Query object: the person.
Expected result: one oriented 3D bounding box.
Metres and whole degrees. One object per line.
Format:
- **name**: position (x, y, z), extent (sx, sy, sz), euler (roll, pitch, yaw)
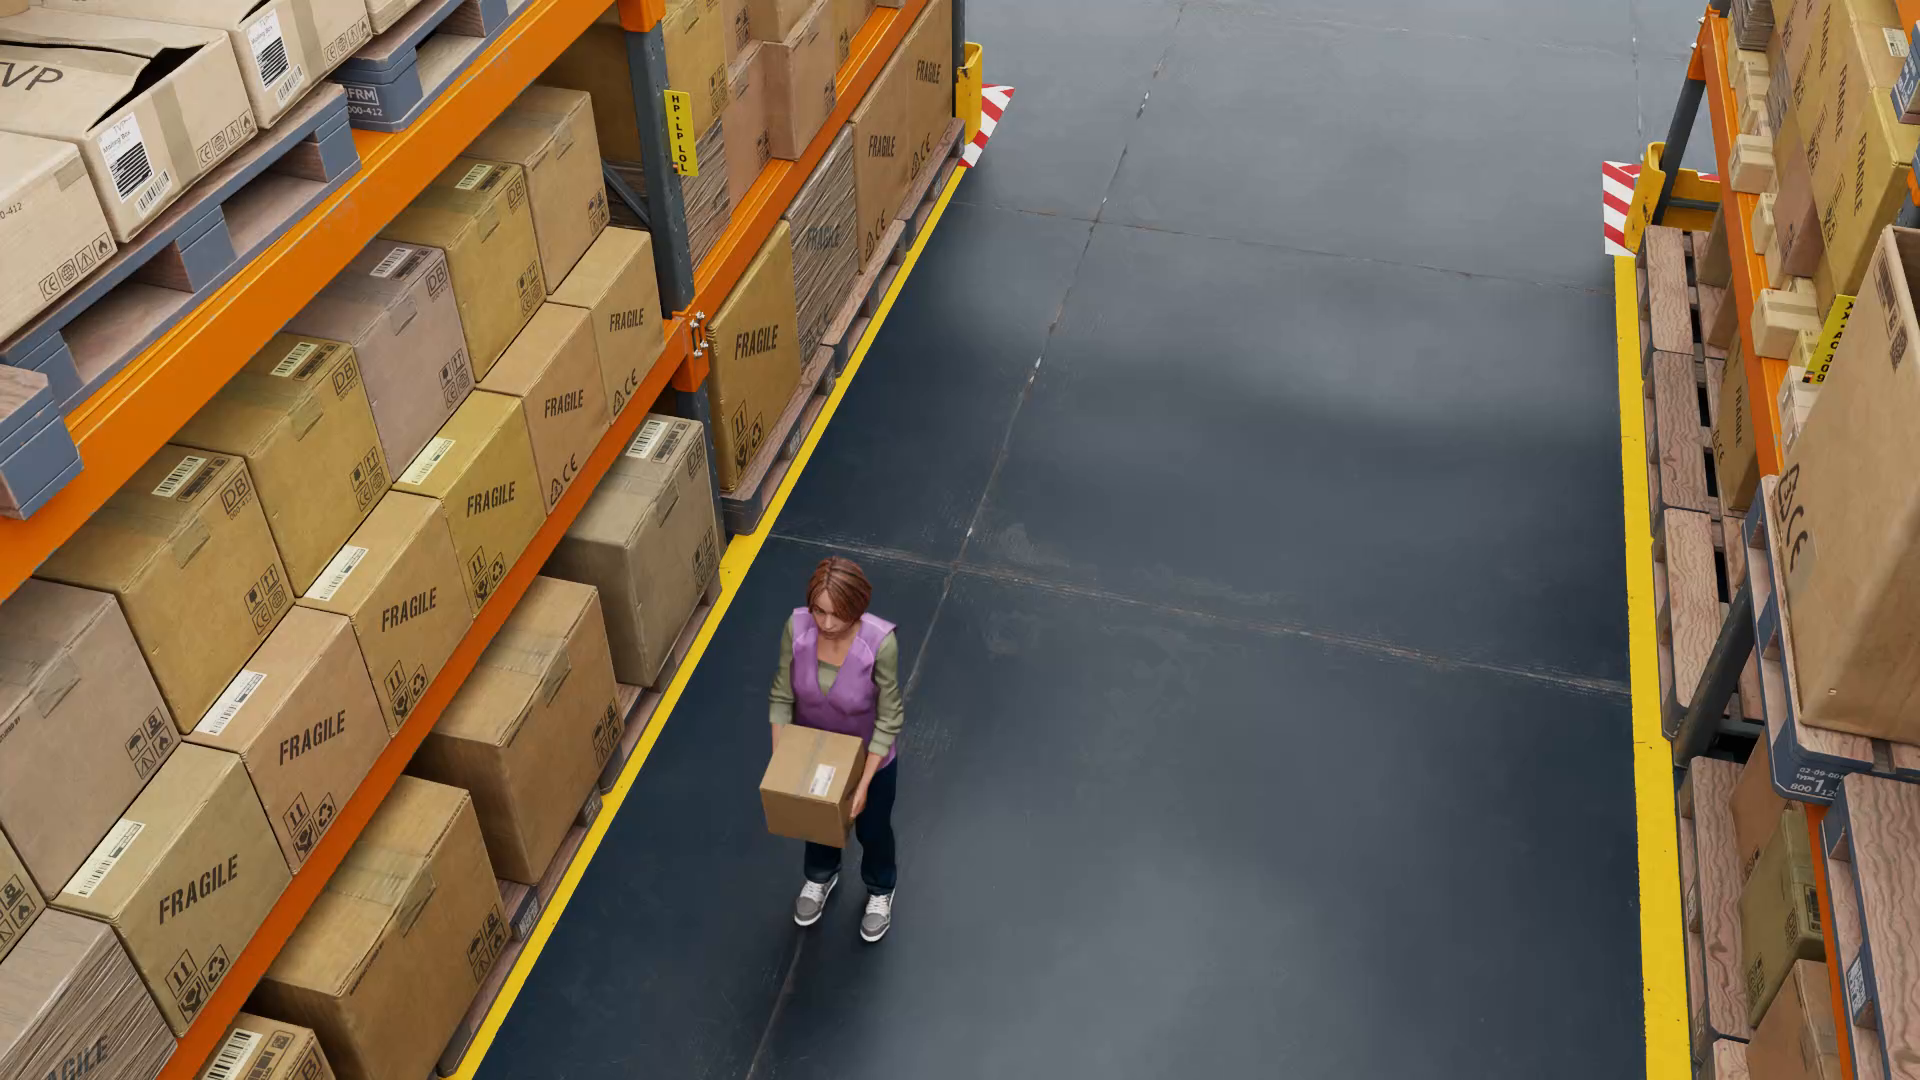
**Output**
- **person**: position (-0.397, 0.728, 5.340), extent (0.438, 1.602, 0.471), euler (10, 43, 11)
